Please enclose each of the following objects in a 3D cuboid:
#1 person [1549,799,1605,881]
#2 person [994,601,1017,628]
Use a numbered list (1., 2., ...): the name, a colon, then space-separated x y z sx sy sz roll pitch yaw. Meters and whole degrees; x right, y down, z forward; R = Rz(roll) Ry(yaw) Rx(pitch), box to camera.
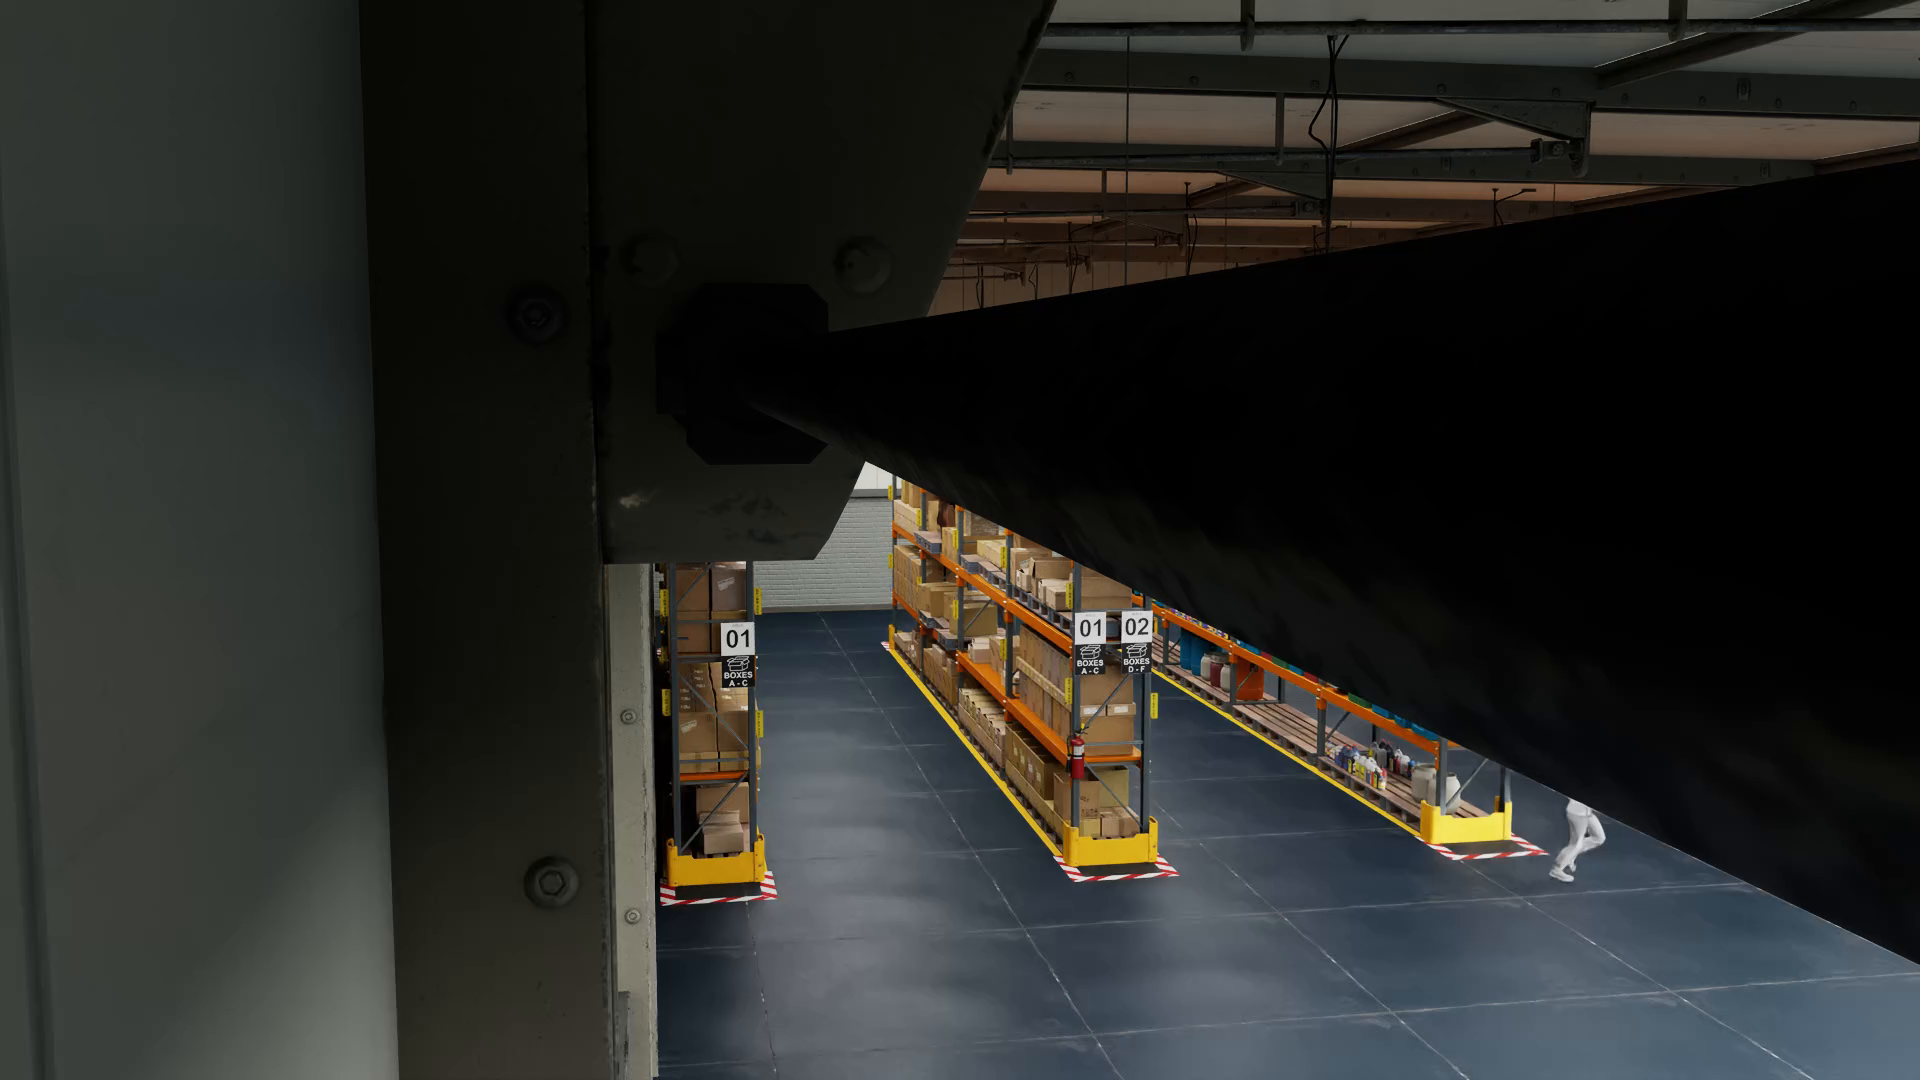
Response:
1. person: 7.577 3.326 20.222 0.710 1.650 0.645 3 7 24
2. person: 1.034 1.627 36.030 0.578 1.707 0.742 -2 7 -19
